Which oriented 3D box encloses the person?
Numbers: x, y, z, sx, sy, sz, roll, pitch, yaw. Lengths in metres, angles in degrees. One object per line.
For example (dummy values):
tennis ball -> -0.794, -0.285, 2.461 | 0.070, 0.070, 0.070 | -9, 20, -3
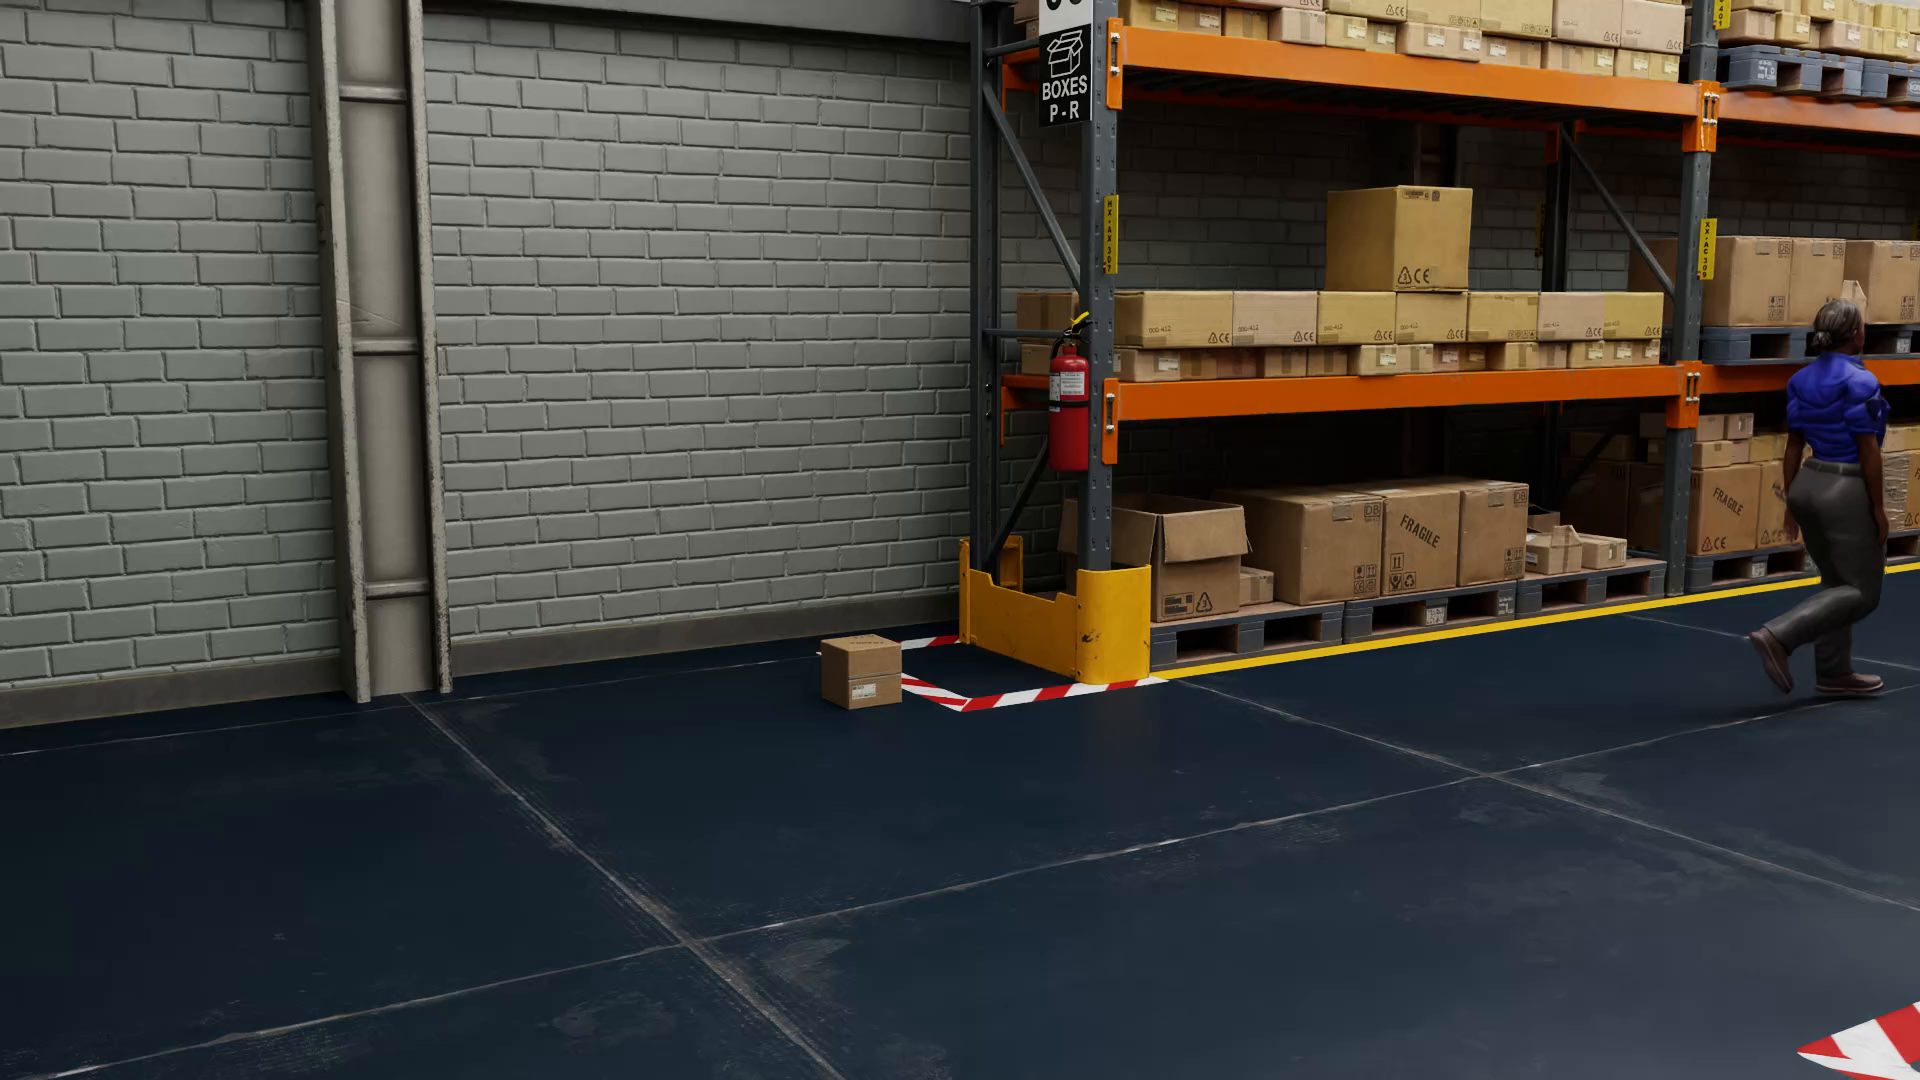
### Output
person -> 3.545, -0.157, 6.802 | 0.729, 1.629, 0.446 | -1, 8, -10
